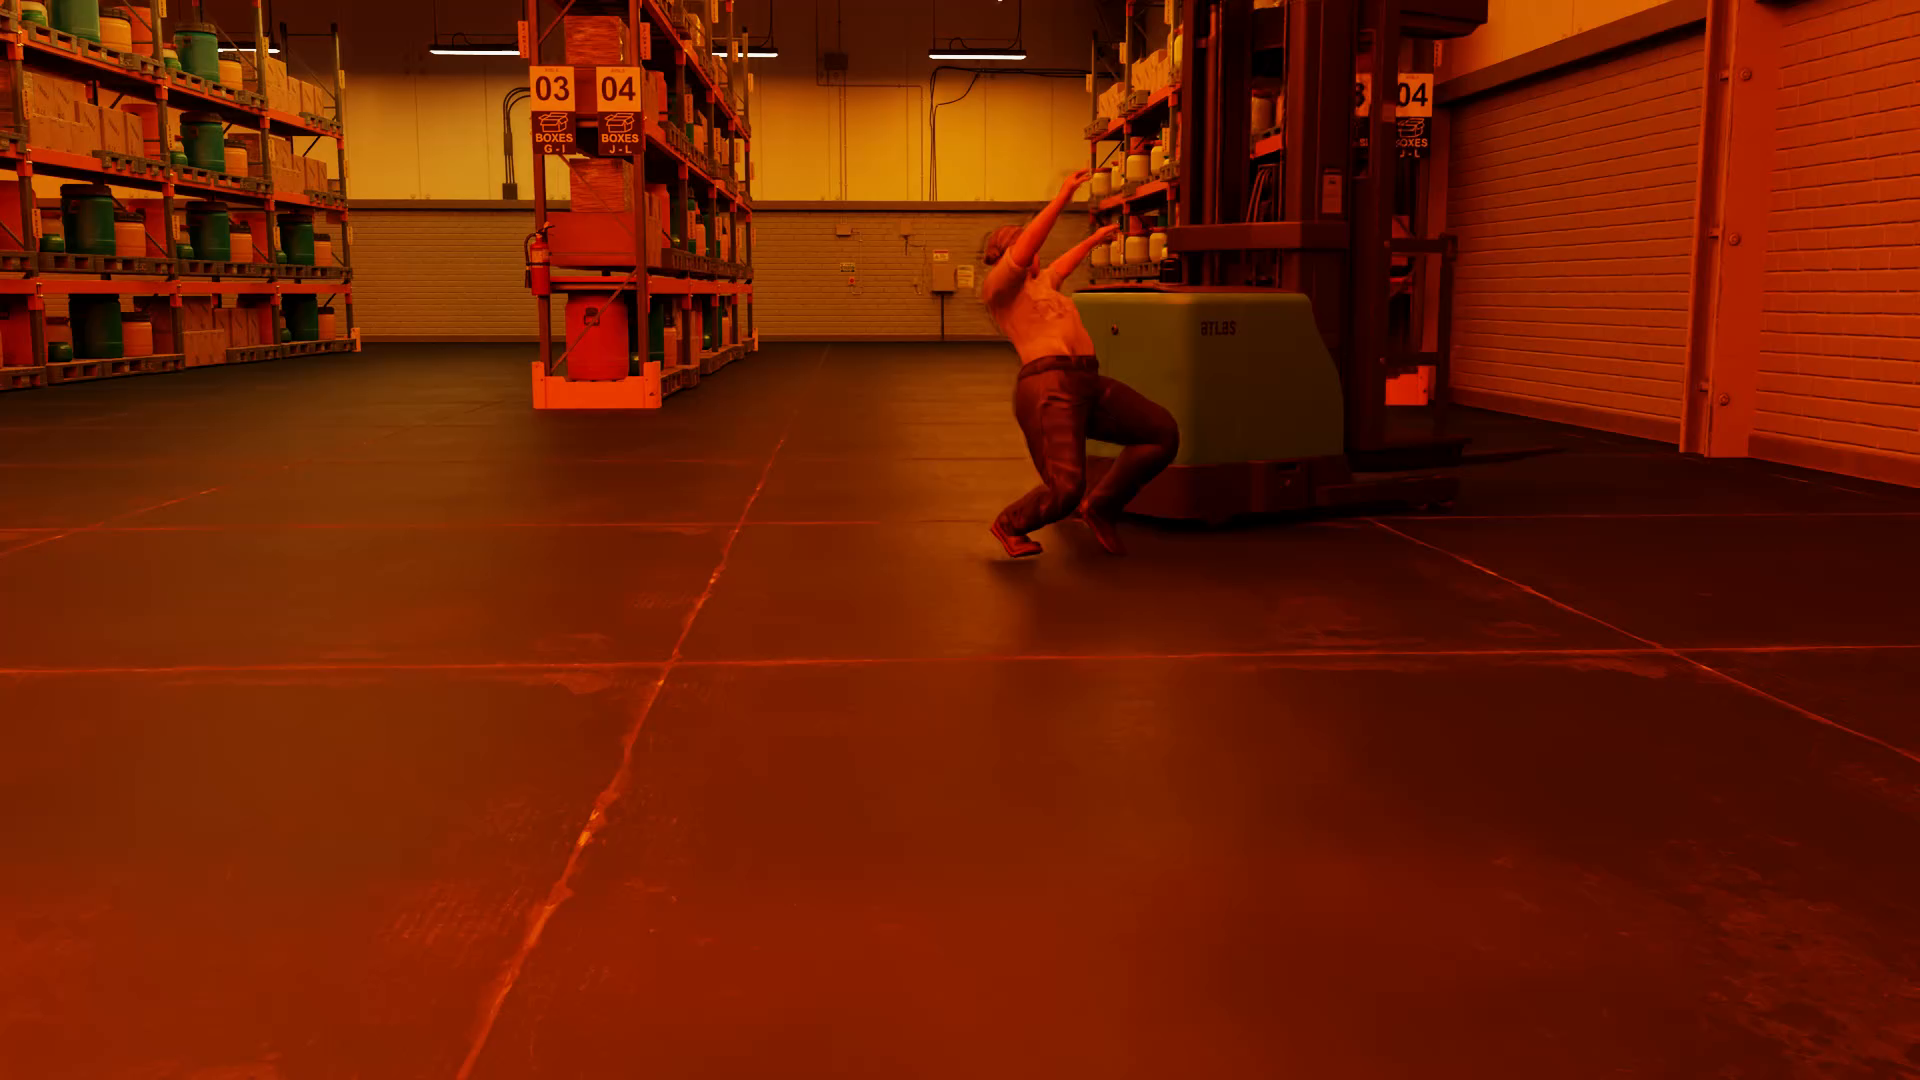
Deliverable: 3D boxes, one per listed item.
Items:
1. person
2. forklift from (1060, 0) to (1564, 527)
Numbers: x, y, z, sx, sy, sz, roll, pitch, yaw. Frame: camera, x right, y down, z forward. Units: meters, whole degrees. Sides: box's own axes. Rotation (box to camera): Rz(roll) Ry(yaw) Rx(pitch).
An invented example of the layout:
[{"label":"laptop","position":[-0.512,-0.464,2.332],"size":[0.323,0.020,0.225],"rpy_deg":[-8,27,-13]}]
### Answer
[{"label":"person","position":[0.534,-0.704,6.856],"size":[0.769,1.576,1.011],"rpy_deg":[6,10,34]},{"label":"forklift","position":[1.919,-1.654,8.467],"size":[3.031,2.935,1.130],"rpy_deg":[-6,10,-34]}]
